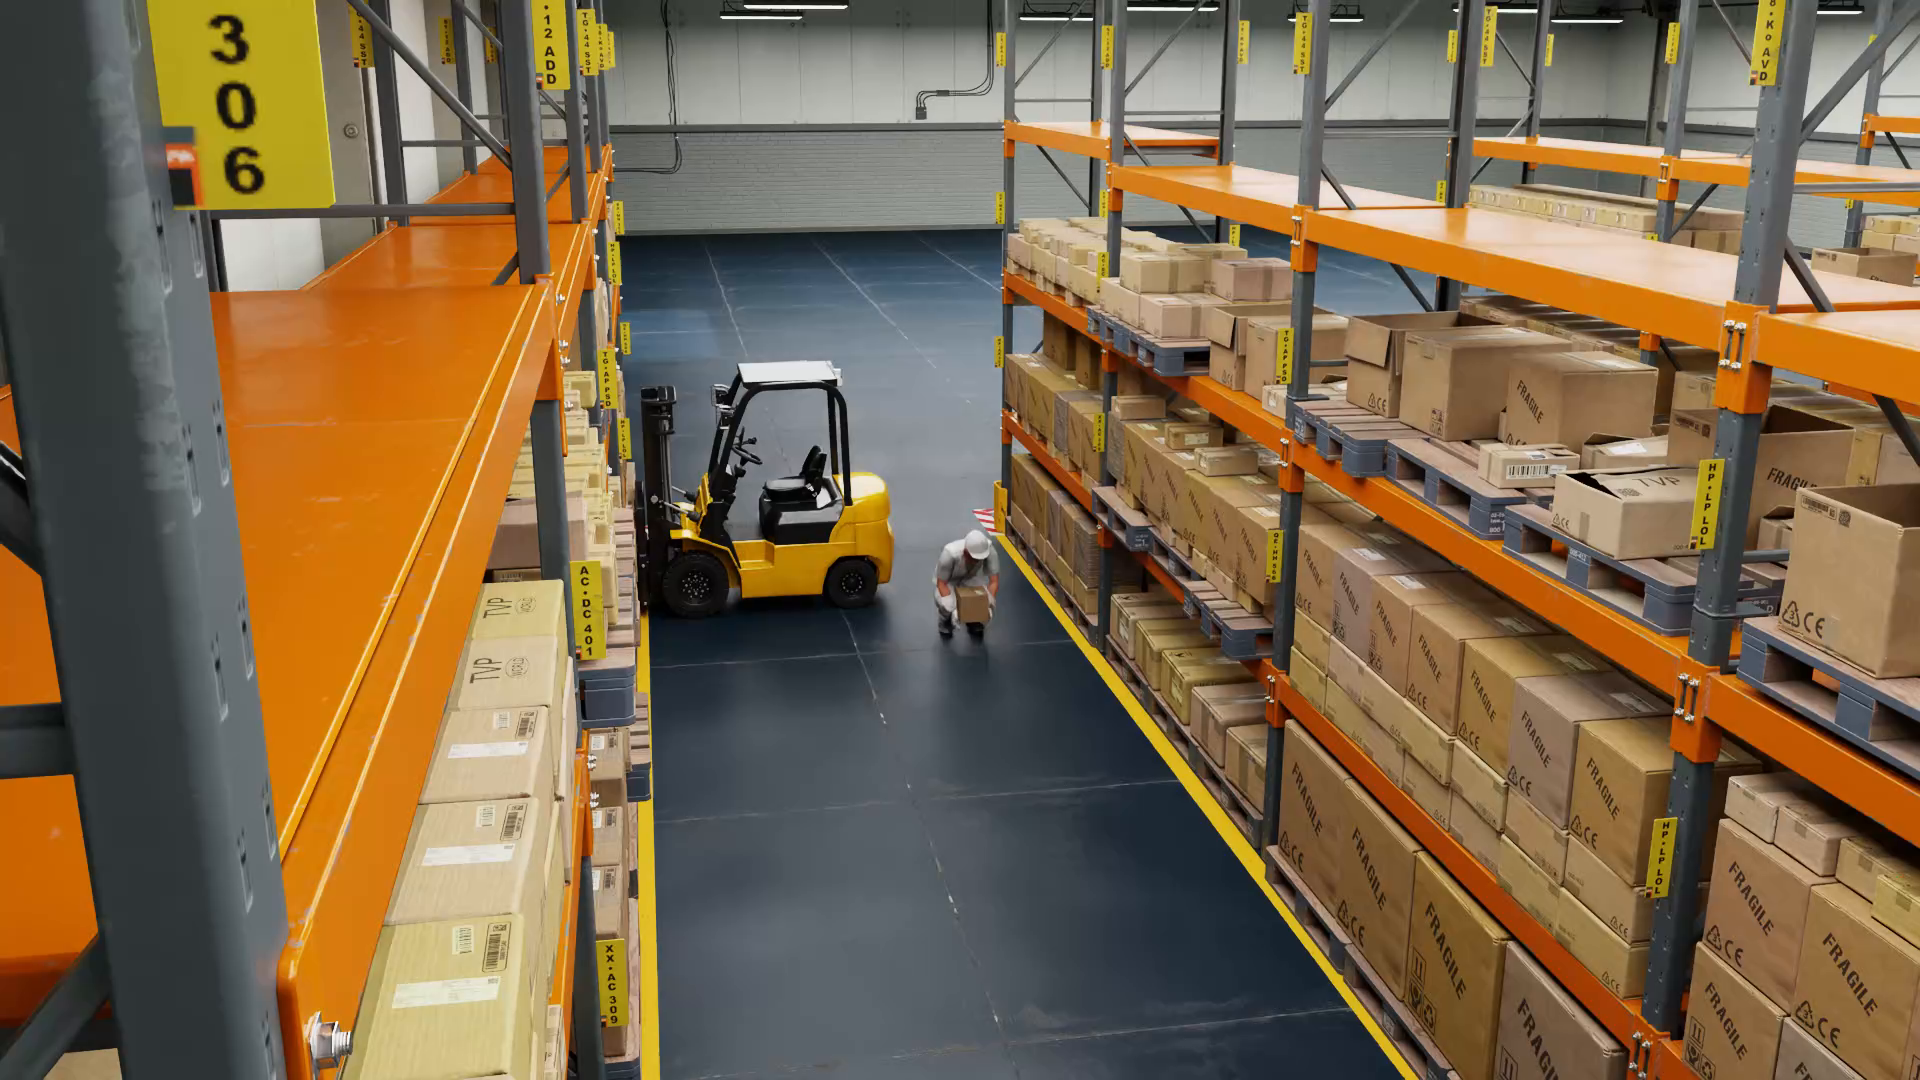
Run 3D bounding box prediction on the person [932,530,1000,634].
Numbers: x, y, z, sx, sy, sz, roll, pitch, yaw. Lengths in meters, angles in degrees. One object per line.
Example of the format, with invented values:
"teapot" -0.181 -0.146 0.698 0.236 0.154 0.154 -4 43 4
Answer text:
"person" 0.051 0.341 14.701 0.576 1.026 0.804 -4 17 -13
